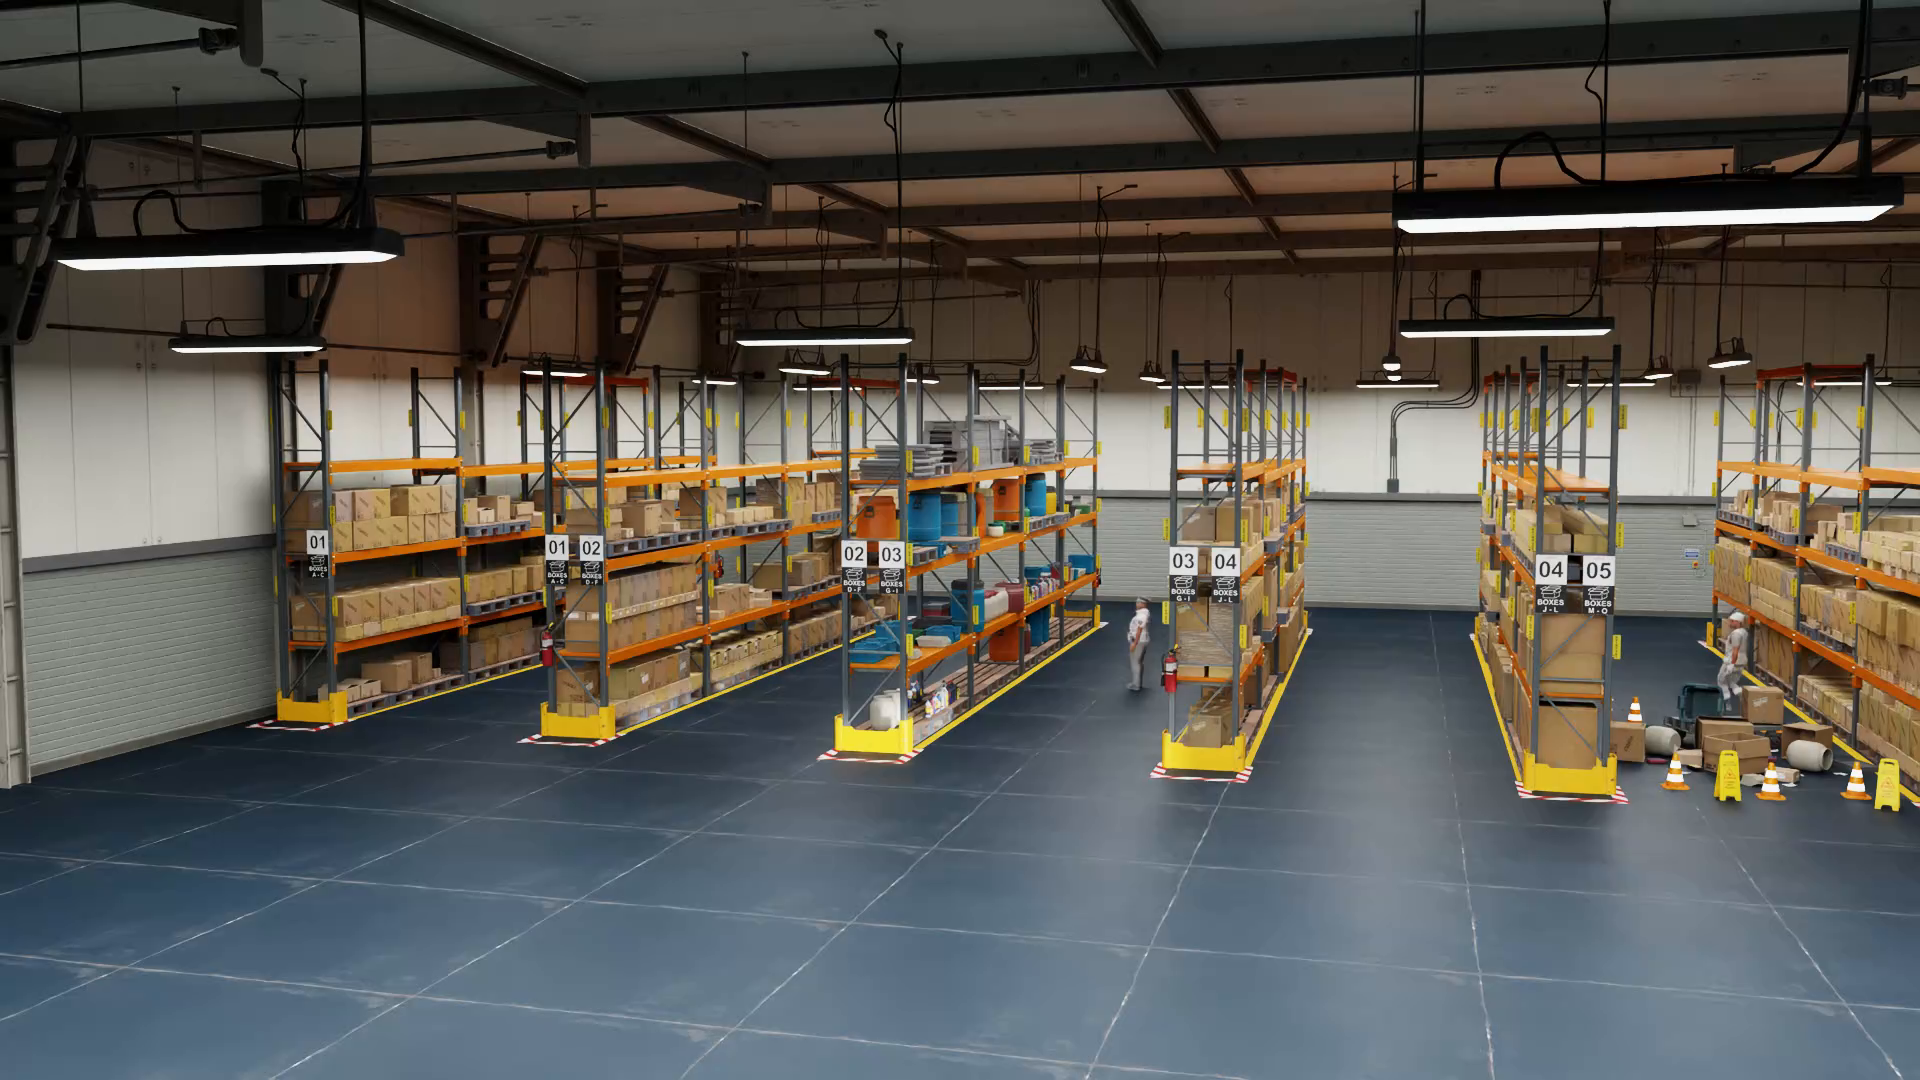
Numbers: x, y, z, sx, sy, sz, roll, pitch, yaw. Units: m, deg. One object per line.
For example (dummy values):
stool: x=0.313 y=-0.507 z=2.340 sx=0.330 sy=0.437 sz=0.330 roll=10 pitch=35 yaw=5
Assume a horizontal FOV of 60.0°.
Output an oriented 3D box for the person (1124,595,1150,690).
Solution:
person: x=3.264 y=1.896 z=30.928 sx=0.534 sy=1.773 sz=0.567 roll=2 pitch=4 yaw=24

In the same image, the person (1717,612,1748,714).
person: x=13.158 y=2.113 z=28.340 sx=0.562 sy=1.769 sz=0.532 roll=-2 pitch=5 yaw=-27
